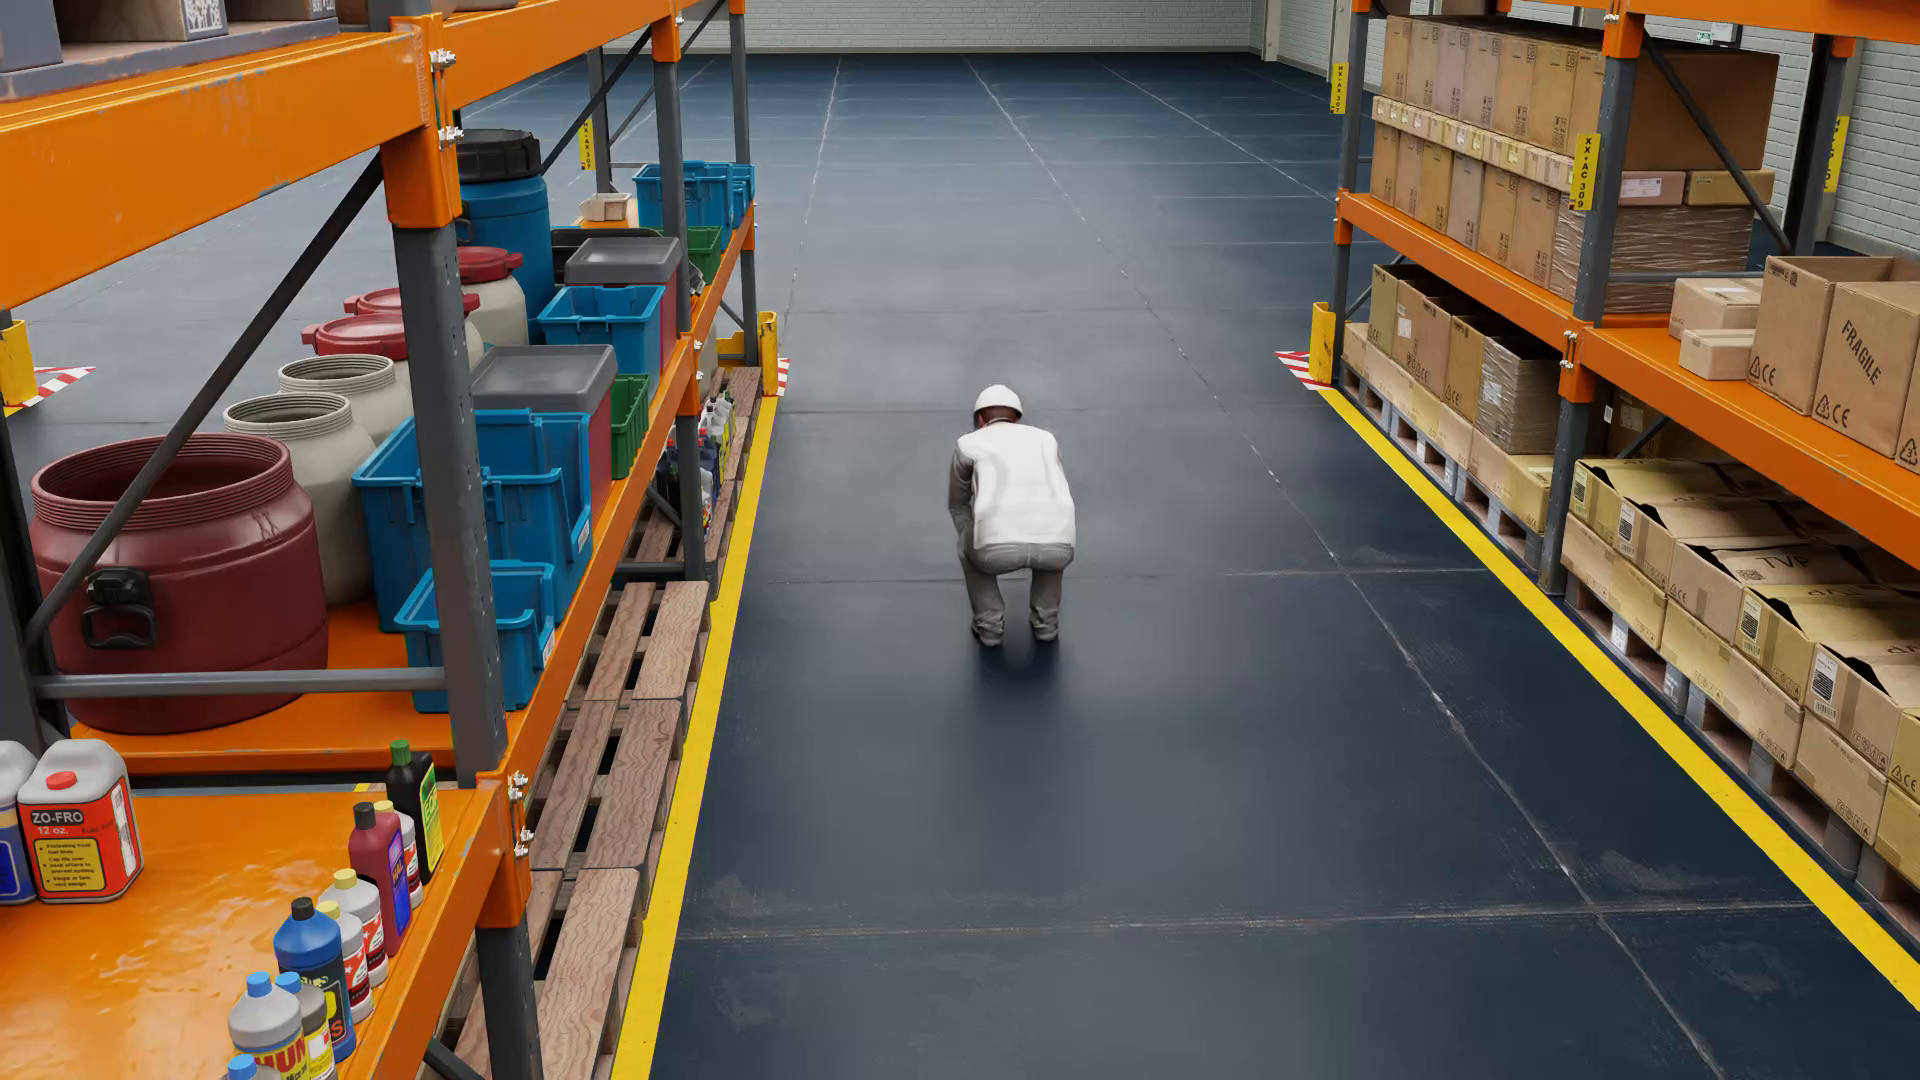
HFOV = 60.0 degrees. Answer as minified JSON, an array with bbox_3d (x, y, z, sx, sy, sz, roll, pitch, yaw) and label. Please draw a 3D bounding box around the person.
[{"bbox_3d":[0.227,-0.093,7.389,0.530,1.019,0.870,-1,20,-3],"label":"person"}]
